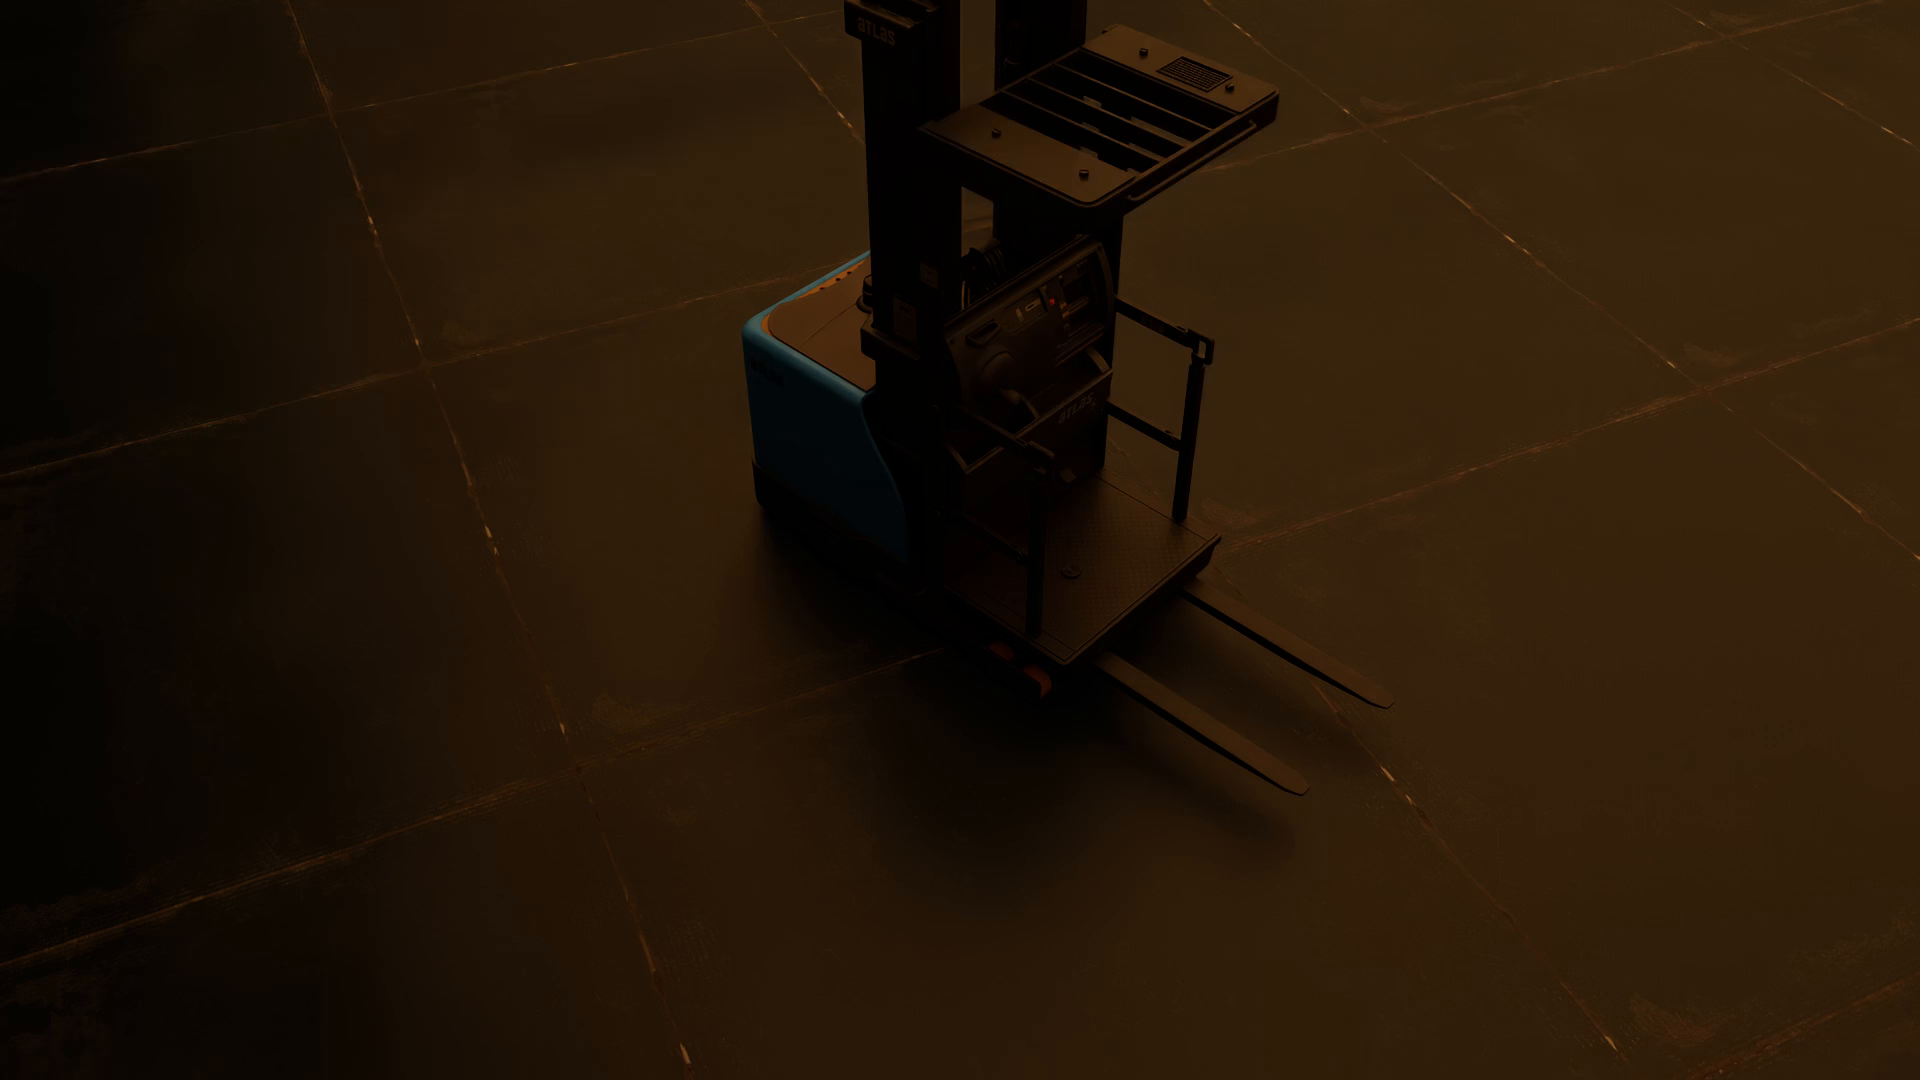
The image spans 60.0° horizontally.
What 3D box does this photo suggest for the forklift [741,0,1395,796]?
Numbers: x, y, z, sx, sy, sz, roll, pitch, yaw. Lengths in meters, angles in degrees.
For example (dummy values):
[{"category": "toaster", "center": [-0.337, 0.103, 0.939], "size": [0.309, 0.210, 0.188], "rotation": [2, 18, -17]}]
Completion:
[{"category": "forklift", "center": [0.445, -0.788, 6.525], "size": [3.031, 2.935, 1.130], "rotation": [32, 52, 30]}]
